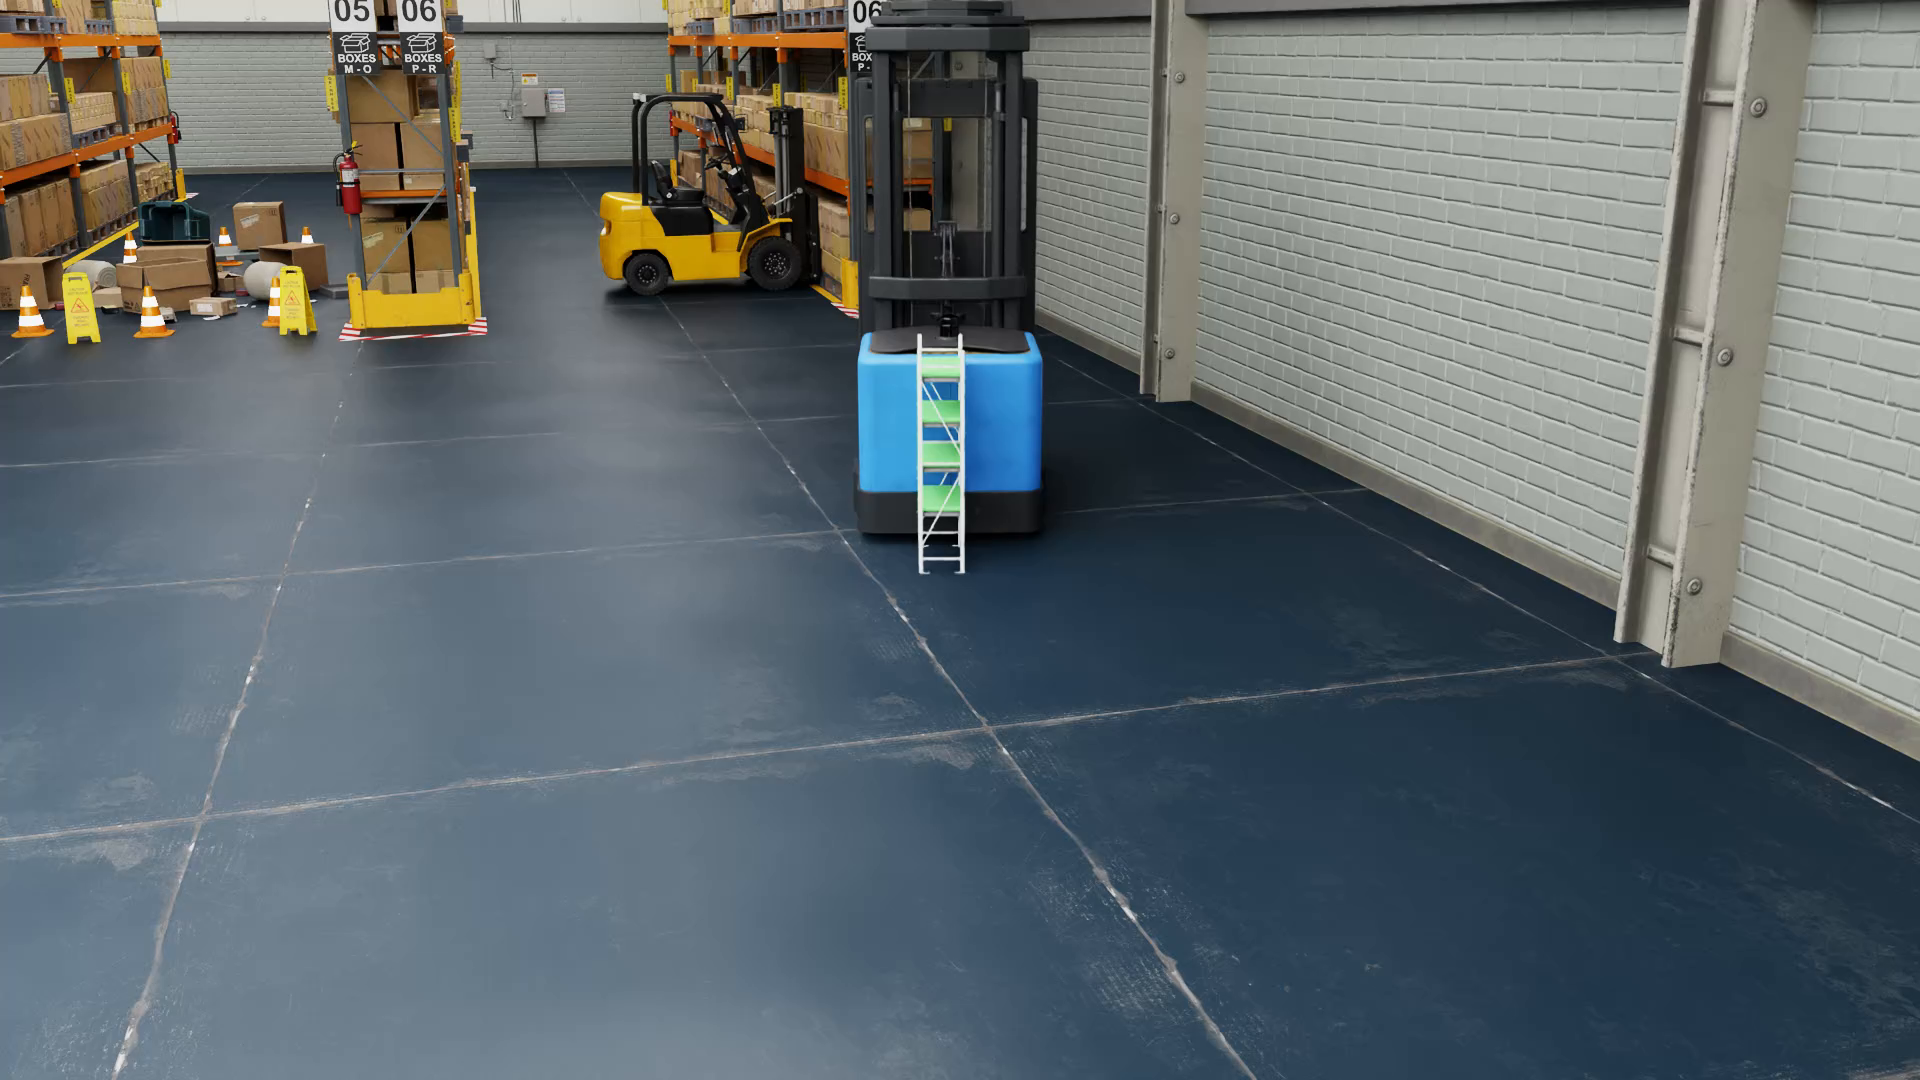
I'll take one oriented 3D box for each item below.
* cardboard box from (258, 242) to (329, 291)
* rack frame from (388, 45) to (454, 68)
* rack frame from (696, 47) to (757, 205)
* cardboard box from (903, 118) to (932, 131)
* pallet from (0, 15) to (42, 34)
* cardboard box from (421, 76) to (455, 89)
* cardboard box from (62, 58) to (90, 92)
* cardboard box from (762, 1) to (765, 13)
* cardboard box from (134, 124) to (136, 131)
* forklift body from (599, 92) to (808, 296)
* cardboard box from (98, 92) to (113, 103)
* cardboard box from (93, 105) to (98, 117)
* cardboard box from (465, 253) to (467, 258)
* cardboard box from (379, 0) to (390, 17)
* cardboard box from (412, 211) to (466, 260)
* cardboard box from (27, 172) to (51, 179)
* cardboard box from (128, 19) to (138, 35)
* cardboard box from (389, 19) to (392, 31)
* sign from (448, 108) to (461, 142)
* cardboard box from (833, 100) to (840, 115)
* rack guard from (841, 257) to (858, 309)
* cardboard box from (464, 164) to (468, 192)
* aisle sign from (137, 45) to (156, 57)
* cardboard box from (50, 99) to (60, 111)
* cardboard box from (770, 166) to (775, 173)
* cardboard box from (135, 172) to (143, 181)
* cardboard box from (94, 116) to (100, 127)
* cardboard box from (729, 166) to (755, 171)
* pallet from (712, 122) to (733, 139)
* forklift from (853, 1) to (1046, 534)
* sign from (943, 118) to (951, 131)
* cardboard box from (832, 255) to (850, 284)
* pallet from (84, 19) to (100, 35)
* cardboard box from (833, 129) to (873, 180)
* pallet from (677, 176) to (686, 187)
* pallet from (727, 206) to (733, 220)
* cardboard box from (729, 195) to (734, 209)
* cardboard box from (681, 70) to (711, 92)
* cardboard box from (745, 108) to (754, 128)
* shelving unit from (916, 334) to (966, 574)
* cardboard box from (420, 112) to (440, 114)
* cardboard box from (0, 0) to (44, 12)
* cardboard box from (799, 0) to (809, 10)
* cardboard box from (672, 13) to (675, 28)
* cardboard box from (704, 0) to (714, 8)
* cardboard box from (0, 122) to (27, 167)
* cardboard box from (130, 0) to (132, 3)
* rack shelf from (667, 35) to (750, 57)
[{"bbox_3d":[-7.560,-3.092,18.874,0.500,0.500,0.500,7,18,23],"label":"cardboard box"},{"bbox_3d":[-8.744,-6.905,27.226,1.000,3.000,0.127,-5,17,-15],"label":"rack frame"},{"bbox_3d":[-3.973,-7.299,28.536,1.000,3.000,0.127,-5,17,-15],"label":"rack frame"},{"bbox_3d":[-0.519,-4.452,17.759,0.380,0.149,0.250,-5,17,-17],"label":"cardboard box"},{"bbox_3d":[-11.839,-6.243,20.135,1.003,0.211,1.213,-4,17,-13],"label":"pallet"},{"bbox_3d":[-6.335,-5.553,20.175,0.380,0.149,0.250,-5,17,-15],"label":"cardboard box"},{"bbox_3d":[-13.865,-7.264,25.991,0.500,0.500,0.500,-5,18,-17],"label":"cardboard box"},{"bbox_3d":[-2.369,-6.931,21.632,0.380,0.149,0.250,-5,17,-15],"label":"cardboard box"},{"bbox_3d":[-13.575,-6.681,26.915,0.380,0.149,0.250,-6,18,-18],"label":"cardboard box"},{"bbox_3d":[-2.950,-3.953,18.874,2.313,2.155,1.214,-5,17,-15],"label":"forklift body"},{"bbox_3d":[-13.178,-6.756,25.402,0.380,0.149,0.250,-4,17,-13],"label":"cardboard box"},{"bbox_3d":[-12.811,-6.250,24.236,0.380,0.149,0.250,-5,17,-15],"label":"cardboard box"},{"bbox_3d":[-5.698,-3.007,18.298,0.500,0.250,0.500,-4,17,-12],"label":"cardboard box"},{"bbox_3d":[-5.970,-5.354,16.591,0.500,0.250,0.500,-5,17,-16],"label":"cardboard box"},{"bbox_3d":[-5.557,-3.225,17.721,0.500,0.500,0.500,-5,18,-17],"label":"cardboard box"},{"bbox_3d":[-12.817,-4.911,22.899,0.500,0.250,0.500,-5,17,-17],"label":"cardboard box"},{"bbox_3d":[-13.620,-8.283,26.860,0.500,0.250,0.500,-4,17,-13],"label":"cardboard box"},{"bbox_3d":[-6.410,-5.619,18.168,0.380,0.149,0.250,-5,18,-17],"label":"cardboard box"},{"bbox_3d":[-4.925,-4.044,16.194,0.100,0.325,0.005,-5,17,-15],"label":"sign"},{"bbox_3d":[-1.172,-4.699,18.063,0.380,0.149,0.250,-4,17,-14],"label":"cardboard box"},{"bbox_3d":[-0.668,-2.776,17.823,1.175,0.500,0.348,-5,17,-15],"label":"rack guard"},{"bbox_3d":[-9.060,-6.309,28.965,0.875,0.438,0.875,-5,17,-17],"label":"cardboard box"},{"bbox_3d":[-14.307,-8.881,29.286,0.394,0.787,0.004,-5,17,-15],"label":"aisle sign"},{"bbox_3d":[-12.319,-5.890,22.518,0.380,0.149,0.250,-5,17,-15],"label":"cardboard box"},{"bbox_3d":[-2.717,-5.676,25.621,0.380,0.149,0.250,-4,17,-12],"label":"cardboard box"},{"bbox_3d":[-13.601,-5.936,27.190,0.380,0.149,0.250,-5,17,-17],"label":"cardboard box"},{"bbox_3d":[-12.816,-6.112,24.294,0.380,0.149,0.250,-4,17,-13],"label":"cardboard box"},{"bbox_3d":[-3.358,-5.697,25.690,0.380,0.149,0.250,-6,18,-18],"label":"cardboard box"},{"bbox_3d":[-3.127,-6.282,25.486,1.213,0.211,1.003,-5,17,-15],"label":"pallet"},{"bbox_3d":[-0.088,-1.807,10.374,1.130,2.935,3.031,0,17,-1],"label":"forklift"},{"bbox_3d":[-0.140,-4.474,17.491,0.100,0.325,0.005,-5,17,-15],"label":"sign"},{"bbox_3d":[-1.108,-2.969,18.171,0.500,0.250,0.500,-5,17,-15],"label":"cardboard box"},{"bbox_3d":[-13.121,-7.367,23.875,1.213,0.211,1.003,-5,17,-15],"label":"pallet"},{"bbox_3d":[-1.063,-4.143,17.856,0.500,0.500,0.500,-5,17,-16],"label":"cardboard box"},{"bbox_3d":[-4.831,-6.828,31.817,1.003,0.211,1.213,-5,17,-15],"label":"pallet"},{"bbox_3d":[-3.042,-5.066,25.951,1.003,0.211,1.213,-5,17,-15],"label":"pallet"},{"bbox_3d":[-3.324,-5.436,25.948,0.500,0.500,0.500,-5,17,-16],"label":"cardboard box"},{"bbox_3d":[-4.794,-8.273,30.221,0.500,0.500,0.500,-4,17,-14],"label":"cardboard box"},{"bbox_3d":[-2.724,-5.933,23.381,0.500,0.250,0.500,-5,17,-17],"label":"cardboard box"},{"bbox_3d":[-0.102,-0.466,8.917,0.258,1.200,0.503,0,17,-1],"label":"shelving unit"},{"bbox_3d":[-5.890,-4.495,18.510,0.500,0.500,0.500,-4,17,-14],"label":"cardboard box"},{"bbox_3d":[-11.801,-6.757,20.770,0.500,0.311,0.500,-5,17,-15],"label":"cardboard box"},{"bbox_3d":[-1.658,-6.273,19.236,0.396,0.266,0.258,-5,17,-17],"label":"cardboard box"},{"bbox_3d":[-5.054,-9.629,30.824,0.500,0.250,0.500,-4,17,-14],"label":"cardboard box"},{"bbox_3d":[-3.833,-8.468,26.230,0.380,0.149,0.250,-5,17,-15],"label":"cardboard box"},{"bbox_3d":[-11.303,-4.627,19.469,0.500,0.500,0.500,-5,17,-15],"label":"cardboard box"},{"bbox_3d":[-13.723,-8.819,27.083,0.380,0.149,0.250,-5,17,-17],"label":"cardboard box"},{"bbox_3d":[-4.523,-8.944,30.050,1.077,0.370,4.000,-5,17,-15],"label":"rack shelf"}]
